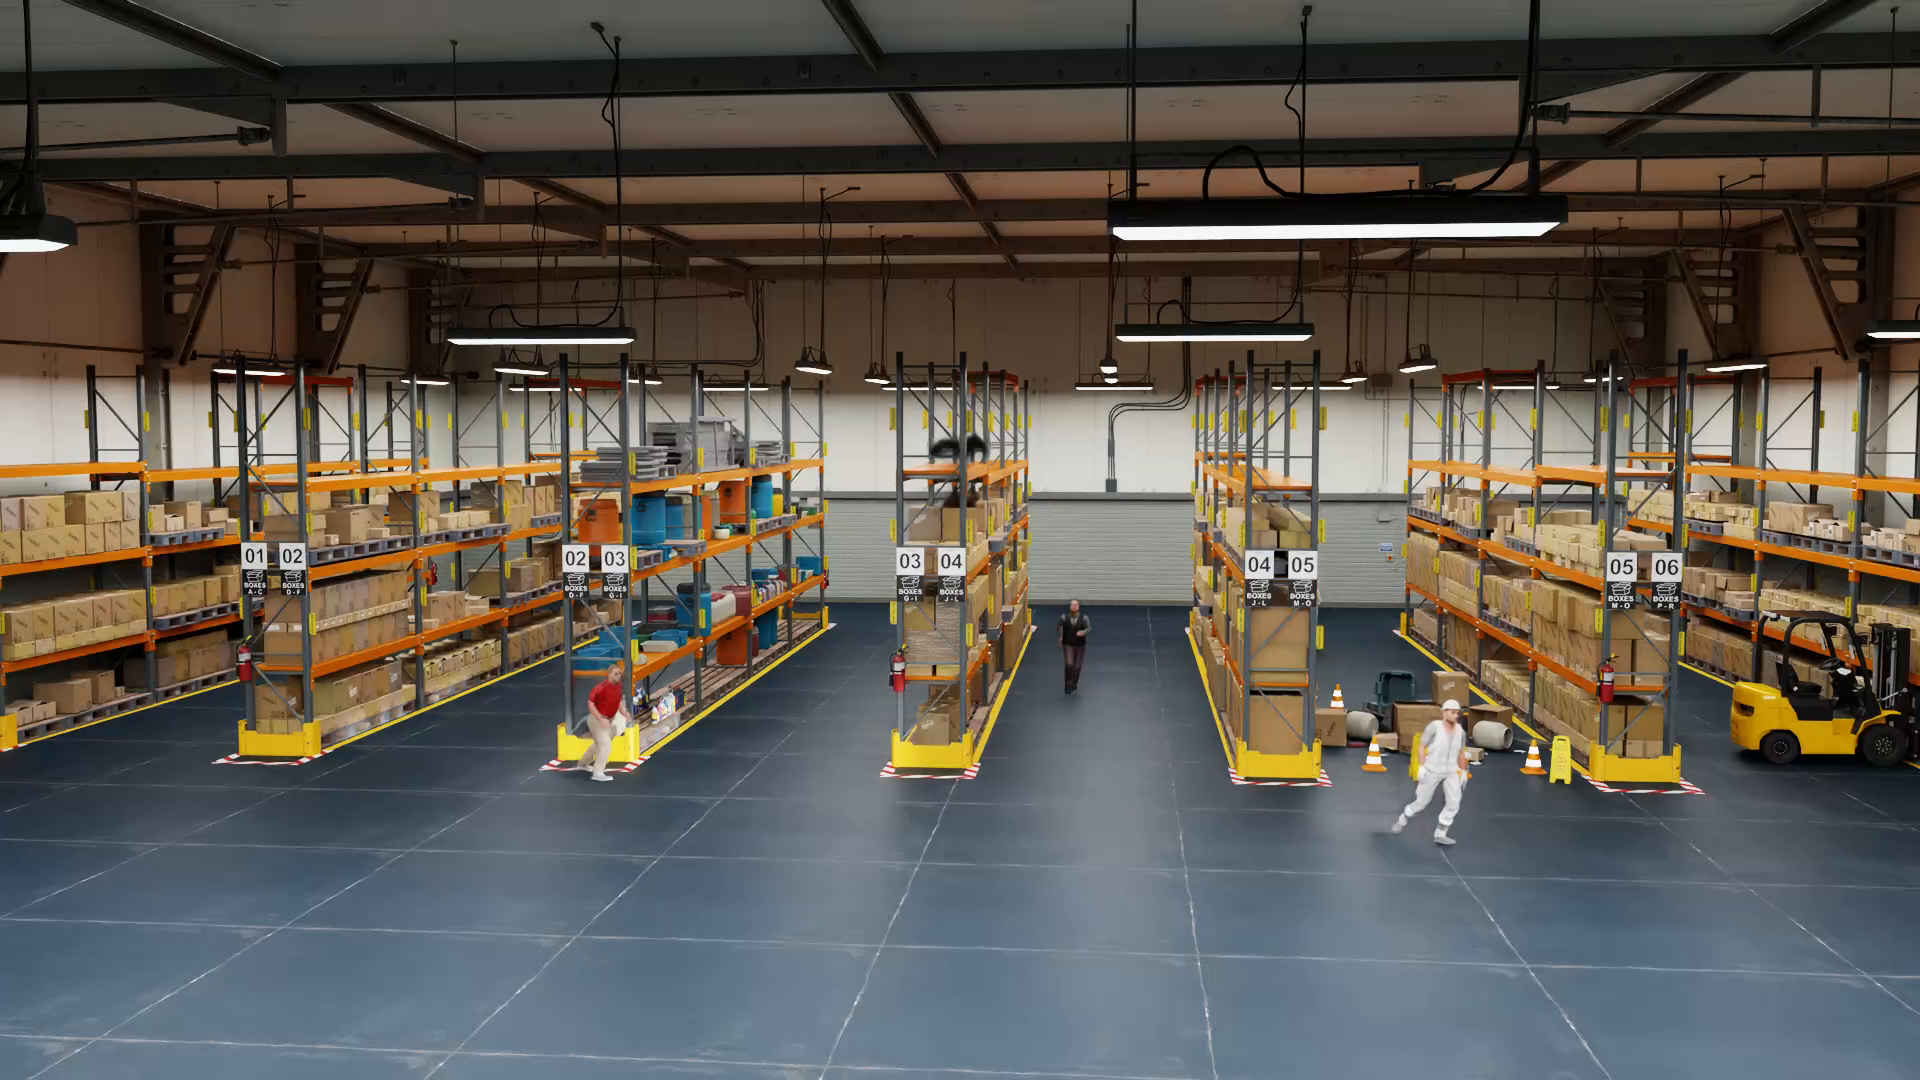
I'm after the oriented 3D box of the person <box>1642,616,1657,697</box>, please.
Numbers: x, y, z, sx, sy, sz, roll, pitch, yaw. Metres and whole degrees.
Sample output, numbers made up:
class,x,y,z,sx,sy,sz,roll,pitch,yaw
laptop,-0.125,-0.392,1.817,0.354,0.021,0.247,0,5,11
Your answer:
class,x,y,z,sx,sy,sz,roll,pitch,yaw
person,11.550,2.130,28.246,0.695,1.763,0.744,0,4,-2

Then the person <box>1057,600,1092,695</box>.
class,x,y,z,sx,sy,sz,roll,pitch,yaw
person,2.104,1.972,30.583,0.626,1.739,0.712,0,4,-1

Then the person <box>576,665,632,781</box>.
class,x,y,z,sx,sy,sz,roll,pitch,yaw
person,-5.031,2.537,23.254,0.832,1.637,0.701,1,4,15

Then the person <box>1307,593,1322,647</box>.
class,x,y,z,sx,sy,sz,roll,pitch,yaw
person,7.783,1.626,36.838,0.540,1.541,0.516,-1,4,-14

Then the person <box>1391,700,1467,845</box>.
class,x,y,z,sx,sy,sz,roll,pitch,yaw
person,5.610,2.734,19.772,0.836,1.723,0.655,-1,4,-14
